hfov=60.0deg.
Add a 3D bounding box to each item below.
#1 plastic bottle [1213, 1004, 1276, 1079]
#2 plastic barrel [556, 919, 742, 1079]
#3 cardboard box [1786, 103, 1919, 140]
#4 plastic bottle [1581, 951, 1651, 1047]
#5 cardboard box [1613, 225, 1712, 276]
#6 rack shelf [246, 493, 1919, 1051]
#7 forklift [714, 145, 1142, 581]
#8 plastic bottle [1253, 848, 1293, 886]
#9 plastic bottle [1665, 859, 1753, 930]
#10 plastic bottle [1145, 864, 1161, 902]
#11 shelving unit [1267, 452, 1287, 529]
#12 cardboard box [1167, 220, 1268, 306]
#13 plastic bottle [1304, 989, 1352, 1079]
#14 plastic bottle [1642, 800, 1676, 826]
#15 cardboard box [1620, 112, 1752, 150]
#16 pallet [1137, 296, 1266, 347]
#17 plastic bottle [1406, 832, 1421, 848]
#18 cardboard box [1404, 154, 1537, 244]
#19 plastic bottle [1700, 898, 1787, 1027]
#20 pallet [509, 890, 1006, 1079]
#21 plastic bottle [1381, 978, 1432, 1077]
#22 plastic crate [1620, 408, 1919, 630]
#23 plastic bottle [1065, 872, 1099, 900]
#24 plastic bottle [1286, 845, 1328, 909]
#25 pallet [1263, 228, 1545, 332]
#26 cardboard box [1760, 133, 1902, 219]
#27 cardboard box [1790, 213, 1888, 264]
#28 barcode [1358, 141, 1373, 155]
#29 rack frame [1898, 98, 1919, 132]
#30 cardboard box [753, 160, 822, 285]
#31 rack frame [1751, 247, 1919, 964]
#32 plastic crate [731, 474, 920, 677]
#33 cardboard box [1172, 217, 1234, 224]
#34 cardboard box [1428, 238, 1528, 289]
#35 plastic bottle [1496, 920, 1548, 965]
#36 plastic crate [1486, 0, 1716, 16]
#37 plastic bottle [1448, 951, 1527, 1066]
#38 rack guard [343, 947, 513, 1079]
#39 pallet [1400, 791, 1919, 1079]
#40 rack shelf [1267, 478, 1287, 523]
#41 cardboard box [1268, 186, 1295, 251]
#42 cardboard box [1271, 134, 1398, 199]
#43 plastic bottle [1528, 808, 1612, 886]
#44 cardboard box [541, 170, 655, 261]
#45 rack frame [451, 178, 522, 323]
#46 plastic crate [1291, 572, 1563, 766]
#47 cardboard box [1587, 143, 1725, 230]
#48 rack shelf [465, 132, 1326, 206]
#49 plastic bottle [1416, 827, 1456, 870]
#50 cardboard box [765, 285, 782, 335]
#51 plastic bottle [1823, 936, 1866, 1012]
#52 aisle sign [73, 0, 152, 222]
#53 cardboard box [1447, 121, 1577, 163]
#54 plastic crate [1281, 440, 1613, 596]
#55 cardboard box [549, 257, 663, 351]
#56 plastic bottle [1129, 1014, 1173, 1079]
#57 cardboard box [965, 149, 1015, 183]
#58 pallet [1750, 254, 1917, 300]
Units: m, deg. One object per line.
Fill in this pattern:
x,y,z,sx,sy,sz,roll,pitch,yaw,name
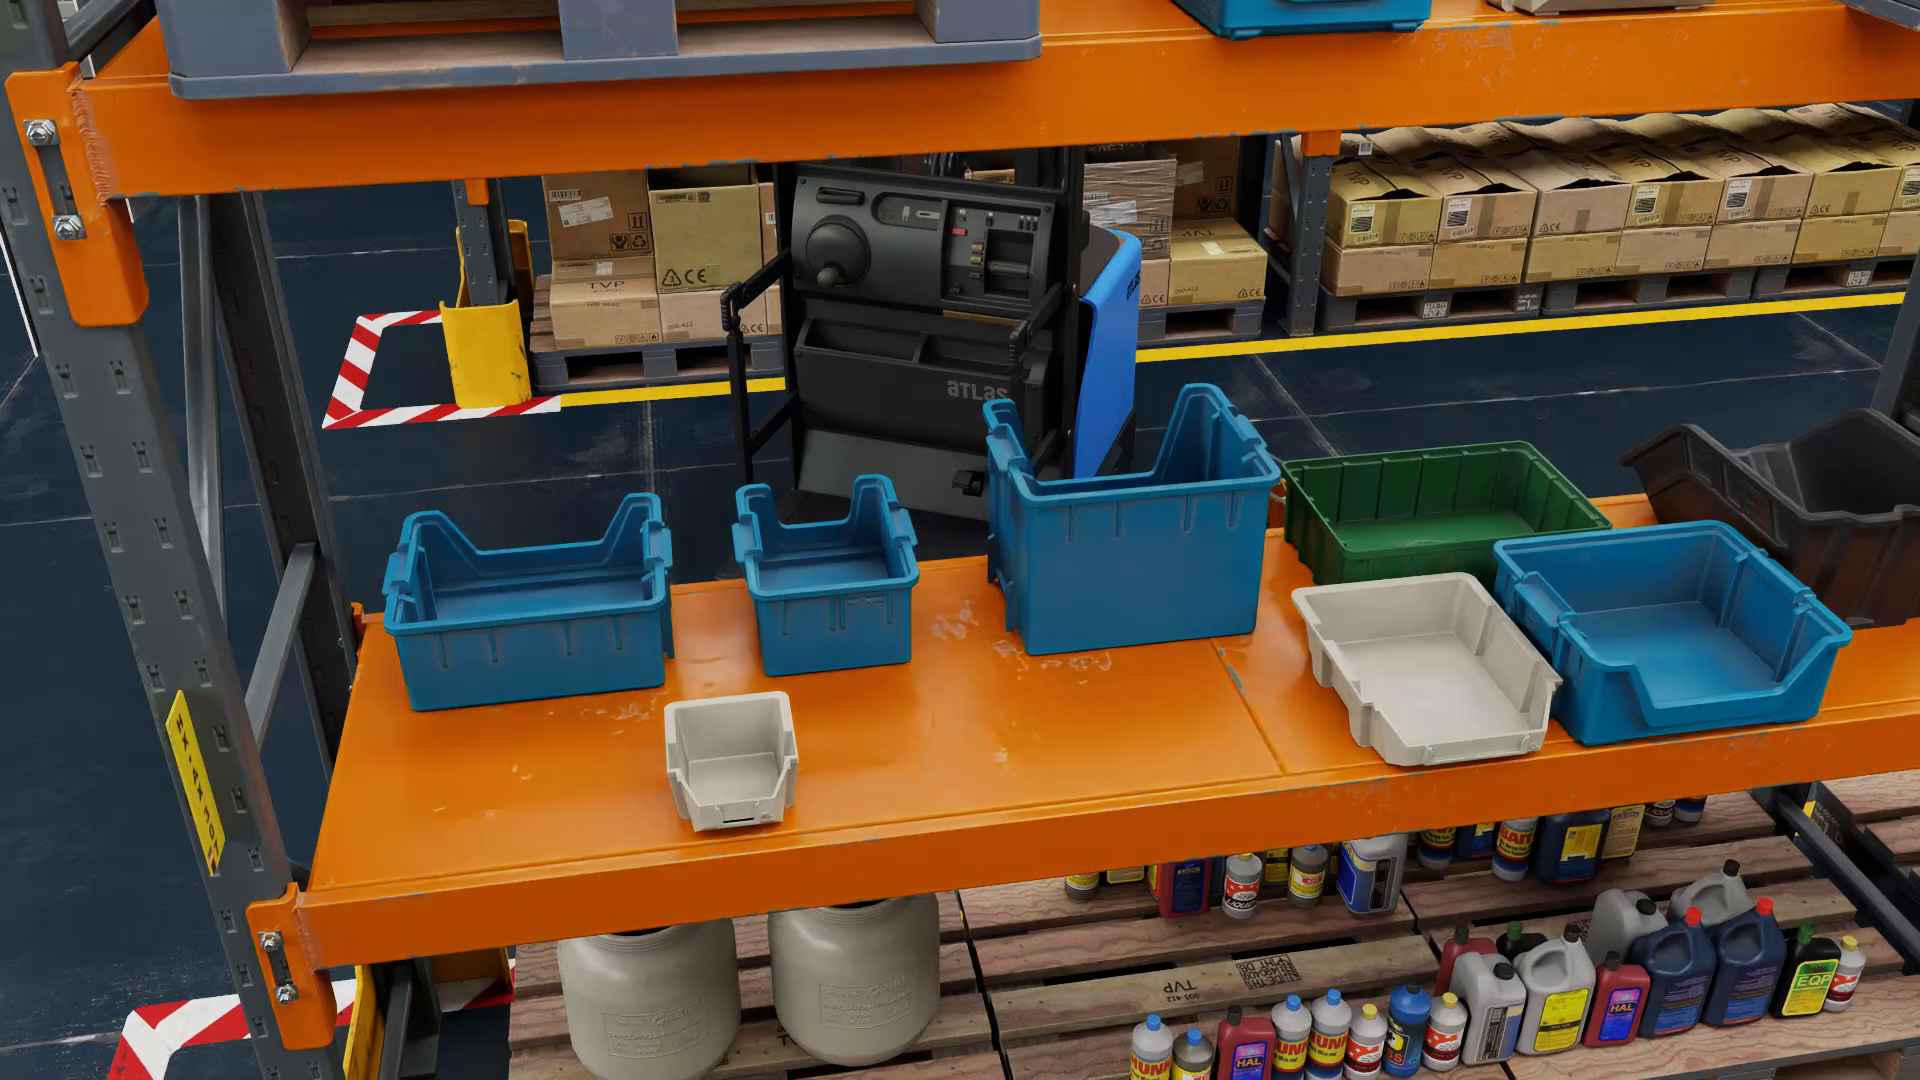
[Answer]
0.679,1.218,3.966,0.133,0.283,0.061,-5,31,-8,plastic bottle
-0.753,1.051,4.043,0.421,0.512,0.421,0,30,0,plastic barrel
5.026,-2.278,9.410,0.500,0.311,0.500,-4,31,-7,cardboard box
1.625,1.130,4.115,0.133,0.283,0.061,-3,31,-6,plastic bottle
3.613,-1.627,8.856,0.500,0.250,0.500,-5,31,-8,cardboard box
0.581,0.386,3.845,4.000,0.370,1.077,-5,31,-9,rack shelf
-0.201,-0.964,5.498,1.130,2.935,3.031,10,32,16,forklift
0.893,0.785,4.635,0.185,0.351,0.144,-4,31,-7,plastic bottle
1.940,0.976,4.310,0.185,0.351,0.144,-5,31,-9,plastic bottle
0.594,0.847,4.603,0.135,0.276,0.152,-5,31,-9,plastic bottle
1.441,-0.054,6.649,0.258,0.189,1.200,-18,35,-27,shelving unit
1.243,-1.421,8.507,0.500,0.250,0.500,-5,31,-9,cardboard box
0.889,1.194,4.018,0.097,0.271,0.097,0,30,0,plastic bottle
2.056,0.729,4.877,0.097,0.201,0.097,0,30,0,plastic bottle
4.009,-2.181,9.244,0.500,0.311,0.500,-6,31,-10,cardboard box
0.870,-1.323,8.792,1.213,0.211,1.003,-5,31,-9,pallet
1.324,0.753,4.757,0.133,0.283,0.061,-4,31,-7,plastic bottle
2.604,-1.771,8.548,0.500,0.311,0.500,-6,31,-10,cardboard box
1.966,1.048,4.188,0.185,0.351,0.144,-6,31,-10,plastic bottle
-0.520,1.358,4.232,1.213,0.211,1.003,-5,31,-9,pallet
1.088,1.176,4.049,0.097,0.271,0.097,0,30,0,plastic bottle
2.010,-0.096,4.015,0.504,0.338,0.767,-5,31,-9,plastic crate
0.341,0.889,4.606,0.097,0.201,0.097,0,30,0,plastic bottle
0.957,0.906,4.577,0.097,0.201,0.097,0,30,0,plastic bottle
2.377,-1.462,9.028,1.213,0.211,1.003,-5,31,-9,pallet
4.613,-1.958,8.866,0.500,0.311,0.500,-6,31,-10,cardboard box
4.614,-1.719,9.013,0.500,0.250,0.500,-6,31,-10,cardboard box
1.985,-1.919,8.139,0.075,0.075,0.001,-5,31,-9,barcode
5.594,-2.942,8.794,0.127,3.000,1.000,-5,31,-9,rack frame
-0.727,-1.568,8.015,0.500,0.500,0.500,-5,31,-9,cardboard box
2.548,-0.107,3.973,0.127,3.000,1.000,-5,31,-9,rack frame
-0.308,0.071,3.817,0.408,0.251,0.499,-5,31,-9,plastic crate
1.149,-1.682,8.949,0.500,0.250,0.500,-5,31,-9,cardboard box
2.604,-1.532,8.695,0.500,0.250,0.500,-5,31,-8,cardboard box
1.416,1.075,4.208,0.133,0.283,0.061,-5,31,-9,plastic bottle
1.042,-0.938,2.687,0.396,0.136,0.243,-5,31,-9,plastic crate
1.299,1.140,4.105,0.135,0.276,0.152,-5,31,-8,plastic bottle
-1.320,1.305,4.037,0.348,0.500,1.175,-5,31,-9,rack guard
1.880,1.136,4.611,1.213,0.211,1.003,-5,31,-9,pallet
1.291,-0.178,6.856,0.258,0.180,0.103,-18,35,-27,rack shelf
2.015,-1.755,9.074,0.500,0.250,0.500,-6,31,-9,cardboard box
2.006,-1.994,8.928,0.500,0.311,0.500,-5,31,-9,cardboard box
1.705,0.784,4.637,0.185,0.351,0.144,-5,31,-9,plastic bottle
-1.801,-1.728,8.288,0.500,0.500,0.500,-5,31,-9,cardboard box
-2.275,-2.212,7.552,0.127,3.000,1.000,-5,31,-9,rack frame
0.996,0.281,3.573,0.437,0.136,0.530,-5,31,-9,plastic crate
3.623,-1.869,8.714,0.500,0.311,0.500,-4,31,-8,cardboard box
-0.308,-2.084,8.045,4.000,0.370,1.077,-5,31,-9,rack shelf
1.356,0.796,4.695,0.097,0.271,0.097,0,30,0,plastic bottle
-0.724,-1.239,8.195,0.500,0.250,0.500,-5,31,-9,cardboard box
2.247,1.098,4.250,0.097,0.201,0.097,0,30,0,plastic bottle
-1.511,-1.004,2.933,0.004,0.787,0.394,-5,31,-9,aisle sign
3.008,-2.089,9.089,0.500,0.311,0.500,-5,31,-9,cardboard box
1.162,-0.032,4.055,0.662,0.188,0.450,-5,31,-9,plastic crate
-1.708,-1.146,8.037,0.500,0.250,0.500,-5,31,-9,cardboard box
0.453,1.234,3.949,0.097,0.271,0.097,0,30,0,plastic bottle
0.258,-1.657,8.168,0.500,0.500,0.500,-5,31,-9,cardboard box
4.777,-1.684,9.406,1.213,0.211,1.003,-5,31,-9,pallet
